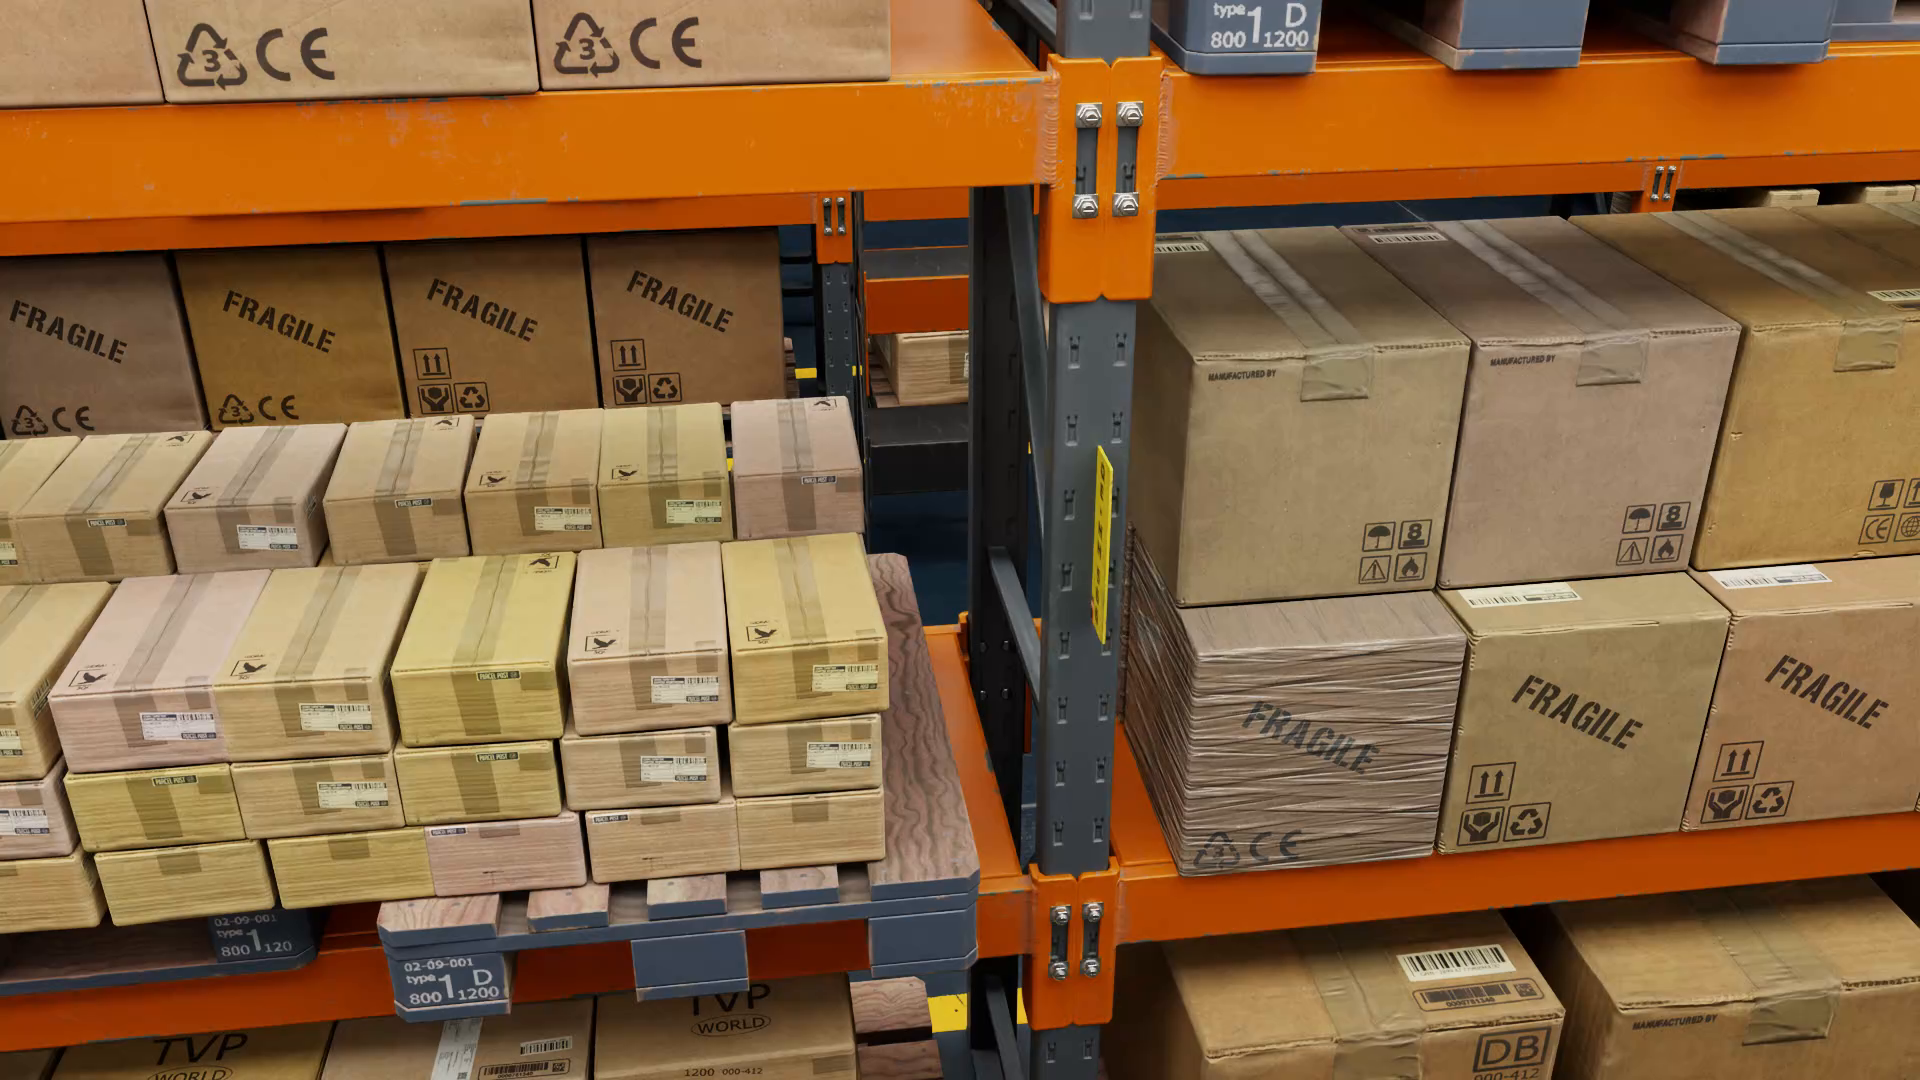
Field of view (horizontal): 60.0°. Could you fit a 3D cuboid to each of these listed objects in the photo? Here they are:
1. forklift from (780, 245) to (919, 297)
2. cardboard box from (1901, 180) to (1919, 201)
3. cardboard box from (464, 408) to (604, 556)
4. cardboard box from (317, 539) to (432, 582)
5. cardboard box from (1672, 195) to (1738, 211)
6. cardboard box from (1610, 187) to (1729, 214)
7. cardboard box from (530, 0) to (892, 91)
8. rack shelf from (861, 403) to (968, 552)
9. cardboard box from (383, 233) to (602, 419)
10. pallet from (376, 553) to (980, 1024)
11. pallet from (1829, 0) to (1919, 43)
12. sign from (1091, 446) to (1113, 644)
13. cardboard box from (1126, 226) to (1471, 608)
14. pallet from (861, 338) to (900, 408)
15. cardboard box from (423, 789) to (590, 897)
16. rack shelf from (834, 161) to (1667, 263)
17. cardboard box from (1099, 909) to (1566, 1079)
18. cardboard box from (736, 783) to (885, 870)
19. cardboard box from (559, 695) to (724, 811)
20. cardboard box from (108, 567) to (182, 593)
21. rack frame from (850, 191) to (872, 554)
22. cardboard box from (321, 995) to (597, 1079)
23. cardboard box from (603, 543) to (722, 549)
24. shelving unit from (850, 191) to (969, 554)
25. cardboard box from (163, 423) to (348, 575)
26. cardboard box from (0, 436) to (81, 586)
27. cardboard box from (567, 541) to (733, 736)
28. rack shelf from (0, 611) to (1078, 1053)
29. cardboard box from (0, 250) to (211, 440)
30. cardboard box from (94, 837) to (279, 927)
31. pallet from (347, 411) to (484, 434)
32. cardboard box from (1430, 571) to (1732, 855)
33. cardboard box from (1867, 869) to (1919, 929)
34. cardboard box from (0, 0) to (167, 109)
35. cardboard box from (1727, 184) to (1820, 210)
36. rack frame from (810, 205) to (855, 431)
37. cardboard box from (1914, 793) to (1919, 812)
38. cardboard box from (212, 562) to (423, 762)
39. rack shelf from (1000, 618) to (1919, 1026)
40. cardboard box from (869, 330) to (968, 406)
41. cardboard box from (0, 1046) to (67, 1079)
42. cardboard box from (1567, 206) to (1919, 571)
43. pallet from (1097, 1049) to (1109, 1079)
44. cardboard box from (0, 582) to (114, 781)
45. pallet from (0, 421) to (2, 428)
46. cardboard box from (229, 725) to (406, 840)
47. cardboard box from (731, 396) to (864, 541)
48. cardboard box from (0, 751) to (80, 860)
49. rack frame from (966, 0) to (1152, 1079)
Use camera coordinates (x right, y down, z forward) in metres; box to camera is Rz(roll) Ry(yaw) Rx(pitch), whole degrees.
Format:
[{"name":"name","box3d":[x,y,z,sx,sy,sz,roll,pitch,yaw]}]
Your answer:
[{"name":"forklift","box3d":[-1.677,-2.656,9.216,3.031,2.935,1.130,-4,27,-8]},{"name":"cardboard box","box3d":[4.850,-1.775,8.443,0.250,0.149,0.380,-2,27,-4]},{"name":"cardboard box","box3d":[-0.844,-0.121,3.364,0.250,0.149,0.380,-4,27,-7]},{"name":"cardboard box","box3d":[-1.139,0.030,3.394,0.250,0.149,0.380,-4,27,-7]},{"name":"cardboard box","box3d":[3.943,-1.453,8.527,0.500,0.500,0.500,-2,27,-5]},{"name":"cardboard box","box3d":[3.869,-1.697,9.002,0.500,0.500,0.500,-4,27,-8]},{"name":"cardboard box","box3d":[-0.381,-0.983,2.485,0.500,0.500,0.500,-4,27,-7]},{"name":"rack shelf","box3d":[-0.164,-0.289,7.076,0.480,0.518,0.431,-4,27,-7]},{"name":"cardboard box","box3d":[-2.220,-1.167,8.105,0.875,0.875,0.875,-3,27,-6]},{"name":"pallet","box3d":[-0.541,0.424,3.348,1.003,0.211,1.213,-4,27,-7]},{"name":"pallet","box3d":[1.887,-1.143,3.113,1.213,0.211,1.003,-2,27,-5]},{"name":"sign","box3d":[0.234,0.010,2.764,0.005,0.325,0.100,-4,27,-7]},{"name":"cardboard box","box3d":[0.595,-0.268,3.283,0.500,0.500,0.700,-4,27,-7]},{"name":"pallet","box3d":[0.134,-0.795,8.568,1.213,0.211,1.003,-4,27,-7]},{"name":"cardboard box","box3d":[-0.776,0.441,2.921,0.250,0.149,0.380,-3,27,-6]},{"name":"rack shelf","box3d":[1.340,-1.793,8.248,4.000,0.370,1.077,-4,27,-7]},{"name":"cardboard box","box3d":[0.765,1.061,3.901,0.750,0.750,1.050,-4,27,-8]},{"name":"cardboard box","box3d":[-0.275,0.409,2.982,0.250,0.149,0.380,-3,27,-6]},{"name":"cardboard box","box3d":[-0.540,0.293,2.883,0.250,0.149,0.380,-3,27,-5]},{"name":"cardboard box","box3d":[-1.632,0.060,3.336,0.250,0.149,0.380,-4,27,-8]},{"name":"rack frame","box3d":[-0.406,-0.908,6.720,0.015,2.100,0.400,-4,27,-7]},{"name":"cardboard box","box3d":[-0.990,1.036,3.402,0.500,0.250,0.500,-3,27,-6]},{"name":"cardboard box","box3d":[-0.626,-0.004,3.462,0.250,0.149,0.380,-2,27,-5]},{"name":"shelving unit","box3d":[-0.164,-0.924,6.750,0.503,2.100,0.431,-4,27,-7]},{"name":"cardboard box","box3d":[-1.374,-0.086,3.296,0.250,0.149,0.380,-2,27,-5]},{"name":"cardboard box","box3d":[-1.884,-0.054,3.234,0.250,0.149,0.380,-4,27,-8]},{"name":"cardboard box","box3d":[-0.521,0.159,2.819,0.250,0.149,0.380,-4,27,-8]},{"name":"rack shelf","box3d":[-1.831,0.692,3.403,4.000,0.370,1.077,-4,27,-7]},{"name":"cardboard box","box3d":[-3.998,-1.049,7.876,0.875,0.875,0.875,-3,27,-6]},{"name":"cardboard box","box3d":[-1.289,0.473,2.858,0.250,0.149,0.380,-5,28,-9]},{"name":"pallet","box3d":[-2.637,-0.653,8.292,1.213,0.211,1.003,-4,27,-7]},{"name":"cardboard box","box3d":[1.135,0.260,3.347,0.500,0.500,0.500,-4,27,-8]},{"name":"cardboard box","box3d":[2.552,0.944,4.128,0.750,0.750,1.050,-4,27,-7]},{"name":"cardboard box","box3d":[-1.370,-0.915,2.353,0.500,0.500,0.500,-4,27,-7]},{"name":"cardboard box","box3d":[4.075,-1.723,8.342,0.250,0.149,0.380,-3,27,-6]},{"name":"rack frame","box3d":[-0.640,-1.986,7.835,0.127,3.000,1.000,-4,27,-7]},{"name":"cardboard box","box3d":[2.128,0.198,3.469,0.500,0.500,0.500,-4,27,-8]},{"name":"cardboard box","box3d":[-1.044,0.194,2.750,0.250,0.149,0.380,-3,27,-6]},{"name":"rack shelf","box3d":[2.130,0.438,3.899,4.000,0.370,1.077,-4,27,-7]},{"name":"cardboard box","box3d":[-0.079,-1.035,8.401,0.625,0.372,0.950,-5,28,-11]},{"name":"cardboard box","box3d":[-2.010,1.098,3.281,0.500,0.250,0.500,-3,27,-5]},{"name":"cardboard box","box3d":[1.604,-0.335,3.412,0.500,0.500,0.700,-4,27,-8]},{"name":"pallet","box3d":[0.941,1.470,4.155,1.213,0.211,1.003,-4,27,-7]},{"name":"cardboard box","box3d":[-1.553,0.225,2.689,0.250,0.149,0.380,-2,27,-5]},{"name":"pallet","box3d":[-5.365,-0.478,7.951,1.213,0.211,1.003,-4,27,-7]},{"name":"cardboard box","box3d":[-1.048,0.326,2.818,0.250,0.149,0.380,-4,27,-7]},{"name":"cardboard box","box3d":[-0.340,-0.153,3.425,0.250,0.149,0.380,-4,27,-7]},{"name":"cardboard box","box3d":[-1.553,0.358,2.756,0.250,0.149,0.380,-3,27,-6]},{"name":"rack frame","box3d":[0.149,0.245,3.487,0.127,3.000,1.000,-4,27,-7]}]
